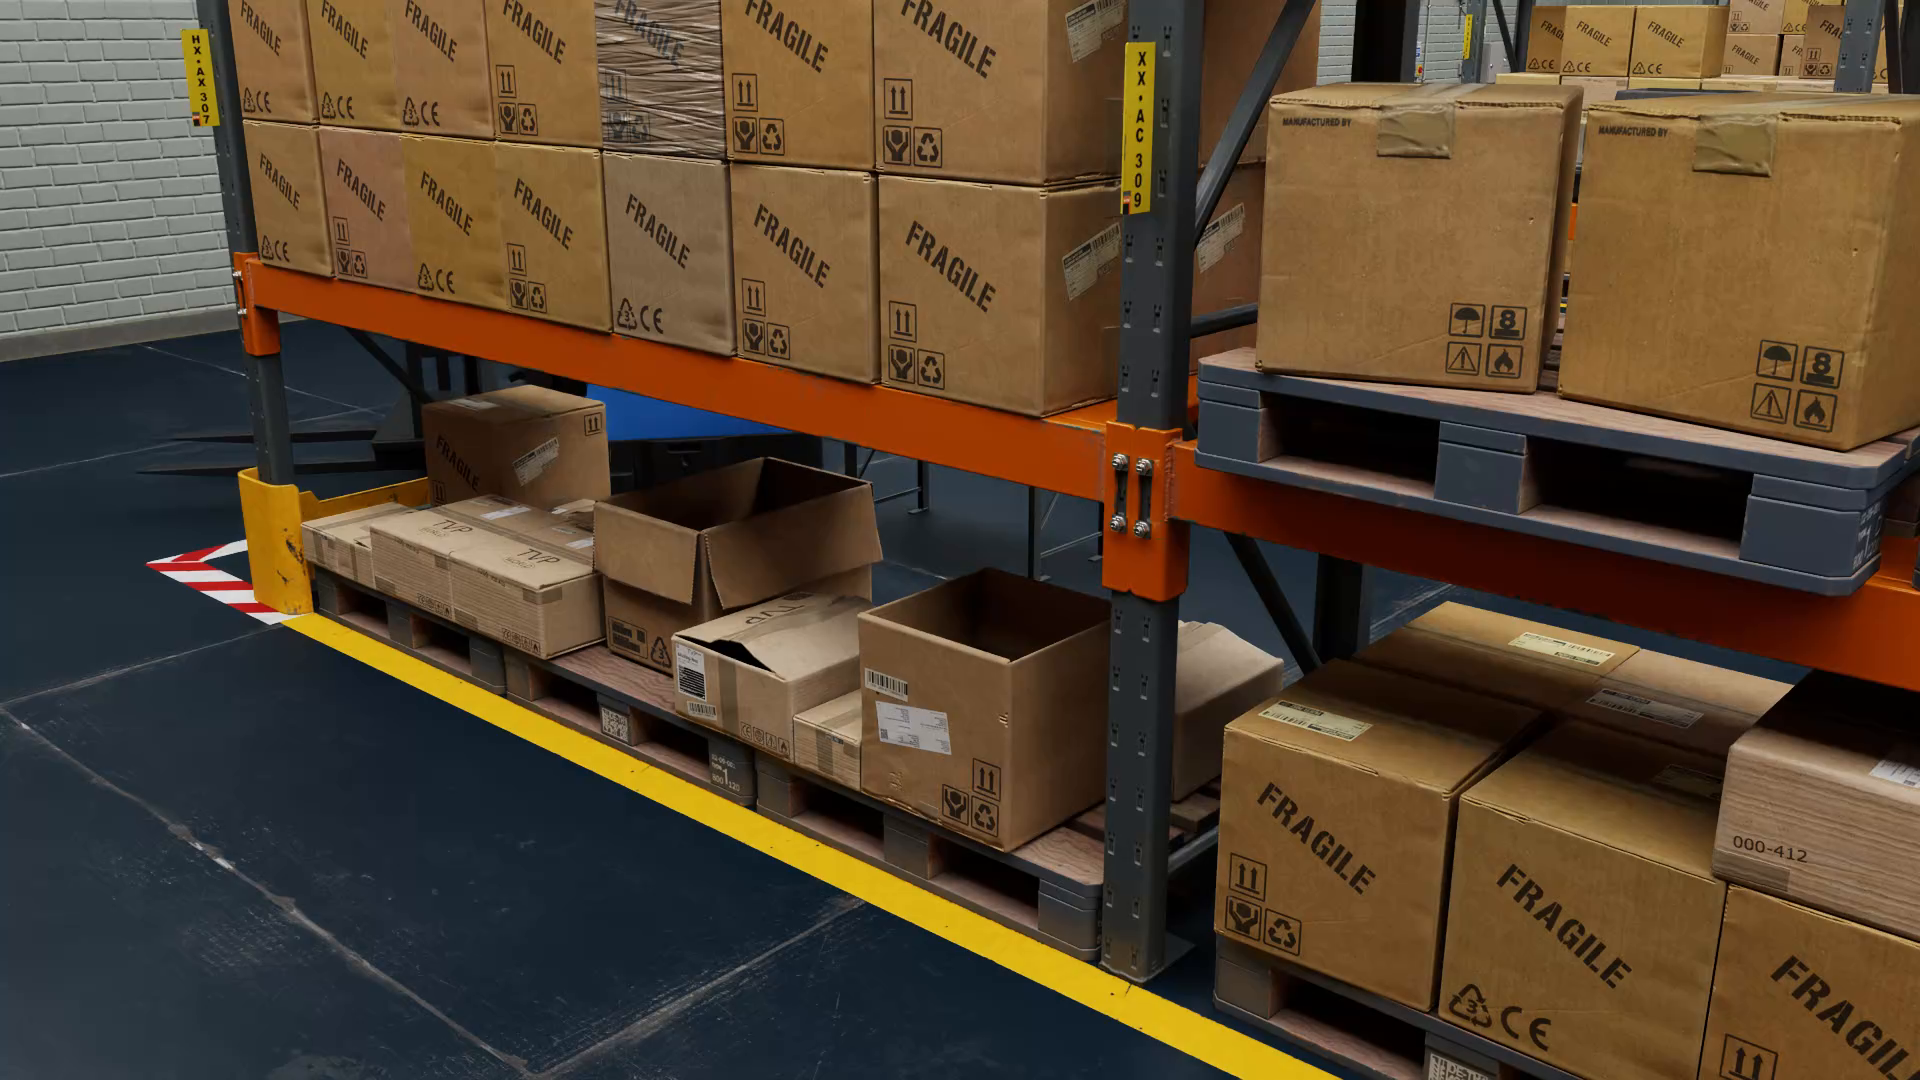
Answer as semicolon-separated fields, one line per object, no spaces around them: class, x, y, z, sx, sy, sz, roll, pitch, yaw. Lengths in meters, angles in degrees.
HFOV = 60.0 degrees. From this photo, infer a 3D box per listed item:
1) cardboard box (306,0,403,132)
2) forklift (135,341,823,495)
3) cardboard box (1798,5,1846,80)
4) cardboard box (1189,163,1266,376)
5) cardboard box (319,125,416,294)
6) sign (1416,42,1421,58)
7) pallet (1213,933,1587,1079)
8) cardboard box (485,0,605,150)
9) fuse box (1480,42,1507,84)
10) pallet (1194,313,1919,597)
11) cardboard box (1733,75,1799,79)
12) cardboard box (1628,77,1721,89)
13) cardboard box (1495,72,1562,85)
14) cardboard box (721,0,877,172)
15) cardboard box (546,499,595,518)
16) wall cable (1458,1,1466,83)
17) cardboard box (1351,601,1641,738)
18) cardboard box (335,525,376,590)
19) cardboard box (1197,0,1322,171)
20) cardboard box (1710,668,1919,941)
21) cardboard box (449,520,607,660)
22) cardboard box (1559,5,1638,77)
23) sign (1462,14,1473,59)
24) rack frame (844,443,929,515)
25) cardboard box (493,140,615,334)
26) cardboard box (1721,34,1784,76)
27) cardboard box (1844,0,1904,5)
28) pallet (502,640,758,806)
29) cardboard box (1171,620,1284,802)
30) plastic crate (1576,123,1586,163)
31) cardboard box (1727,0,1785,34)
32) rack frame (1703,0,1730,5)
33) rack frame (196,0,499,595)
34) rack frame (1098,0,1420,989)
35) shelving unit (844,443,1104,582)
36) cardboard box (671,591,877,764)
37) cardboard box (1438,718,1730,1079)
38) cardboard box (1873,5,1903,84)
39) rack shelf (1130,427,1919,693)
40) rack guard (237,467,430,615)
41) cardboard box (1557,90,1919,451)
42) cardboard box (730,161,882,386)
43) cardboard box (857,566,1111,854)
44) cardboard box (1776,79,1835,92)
cardboard box;-1.733;-1.594;5.357;0.500;0.500;0.500;15;23;40
forklift;-2.211;-1.669;7.527;3.031;2.935;1.130;-3;18;-10
cardboard box;6.340;-3.545;11.839;0.500;0.500;0.500;14;22;38
cardboard box;0.505;-0.730;4.288;0.500;0.500;0.500;16;23;41
cardboard box;-1.740;-1.118;5.511;0.500;0.500;0.500;15;23;39
sign;6.560;-7.061;23.956;0.001;0.218;0.327;15;23;39
pallet;1.339;0.966;3.721;1.213;0.211;1.003;15;23;39
cardboard box;-0.982;-1.390;4.716;0.500;0.500;0.500;15;23;39
fuse box;8.141;-6.763;25.593;0.414;1.711;0.539;15;23;39
pallet;1.231;-0.242;3.232;1.213;0.211;1.003;15;23;39
cardboard box;5.983;-3.287;12.268;0.500;0.250;0.500;15;23;39
cardboard box;5.239;-3.270;12.214;0.500;0.250;0.500;14;22;37
cardboard box;4.472;-3.475;12.859;0.500;0.250;0.500;14;23;38
cardboard box;-0.229;-1.188;4.078;0.500;0.500;0.500;14;23;38
cardboard box;-1.473;-0.026;6.190;0.250;0.166;0.380;15;23;39
wall cable;7.570;-7.739;24.857;0.122;1.984;0.588;15;23;39
cardboard box;1.265;0.498;3.990;0.500;0.500;0.500;15;23;39
cardboard box;-2.014;0.031;6.011;0.250;0.166;0.380;15;23;39
cardboard box;0.540;-1.201;4.119;0.500;0.500;0.500;16;23;41
cardboard box;1.654;0.459;2.872;0.500;0.250;0.500;15;23;39
cardboard box;-1.320;0.153;5.488;0.500;0.250;0.500;15;23;39
cardboard box;4.846;-3.732;12.429;0.500;0.500;0.500;14;23;38
sign;3.919;-3.888;12.842;0.005;0.325;0.100;15;23;39
rack frame;-0.316;-0.800;7.152;0.032;1.500;0.500;15;23;39
cardboard box;-0.993;-0.916;4.874;0.500;0.500;0.500;15;23;40
cardboard box;7.813;-4.701;16.308;0.500;0.500;0.500;16;24;42
cardboard box;8.576;-4.970;15.505;0.500;0.500;0.500;14;23;38
pallet;-0.724;0.428;5.415;1.213;0.211;1.003;15;23;39
cardboard box;0.535;0.420;4.546;0.500;0.311;0.500;15;23;39
plastic crate;2.977;-1.959;8.422;0.530;0.282;0.437;15;23;39
cardboard box;7.820;-5.180;16.164;0.500;0.500;0.500;15;23;39
rack frame;7.660;-4.664;16.849;0.127;3.000;1.000;15;23;39
rack frame;-2.286;-1.322;6.317;0.127;3.000;1.000;15;23;39
rack frame;0.706;-0.518;3.786;0.127;3.000;1.000;15;23;39
shelving unit;0.064;-0.698;6.831;1.048;1.500;0.538;15;23;39
cardboard box;-0.470;0.353;4.759;0.500;0.311;0.500;15;23;39
cardboard box;1.312;0.720;3.289;0.500;0.500;0.500;15;23;40
cardboard box;6.391;-3.320;11.131;0.500;0.500;0.500;15;23;40
rack shelf;2.202;0.226;2.630;4.000;0.370;1.077;15;23;39
rack guard;-2.229;-0.115;6.647;0.348;0.500;1.175;15;23;39
cardboard box;1.468;-0.497;2.859;0.700;0.500;0.500;-14;22;-37
cardboard box;-0.225;-0.712;4.230;0.500;0.500;0.500;16;24;41
cardboard box;0.091;0.413;4.256;0.500;0.500;0.500;15;23;39
cardboard box;6.009;-3.064;11.565;0.500;0.250;0.500;16;23;40
